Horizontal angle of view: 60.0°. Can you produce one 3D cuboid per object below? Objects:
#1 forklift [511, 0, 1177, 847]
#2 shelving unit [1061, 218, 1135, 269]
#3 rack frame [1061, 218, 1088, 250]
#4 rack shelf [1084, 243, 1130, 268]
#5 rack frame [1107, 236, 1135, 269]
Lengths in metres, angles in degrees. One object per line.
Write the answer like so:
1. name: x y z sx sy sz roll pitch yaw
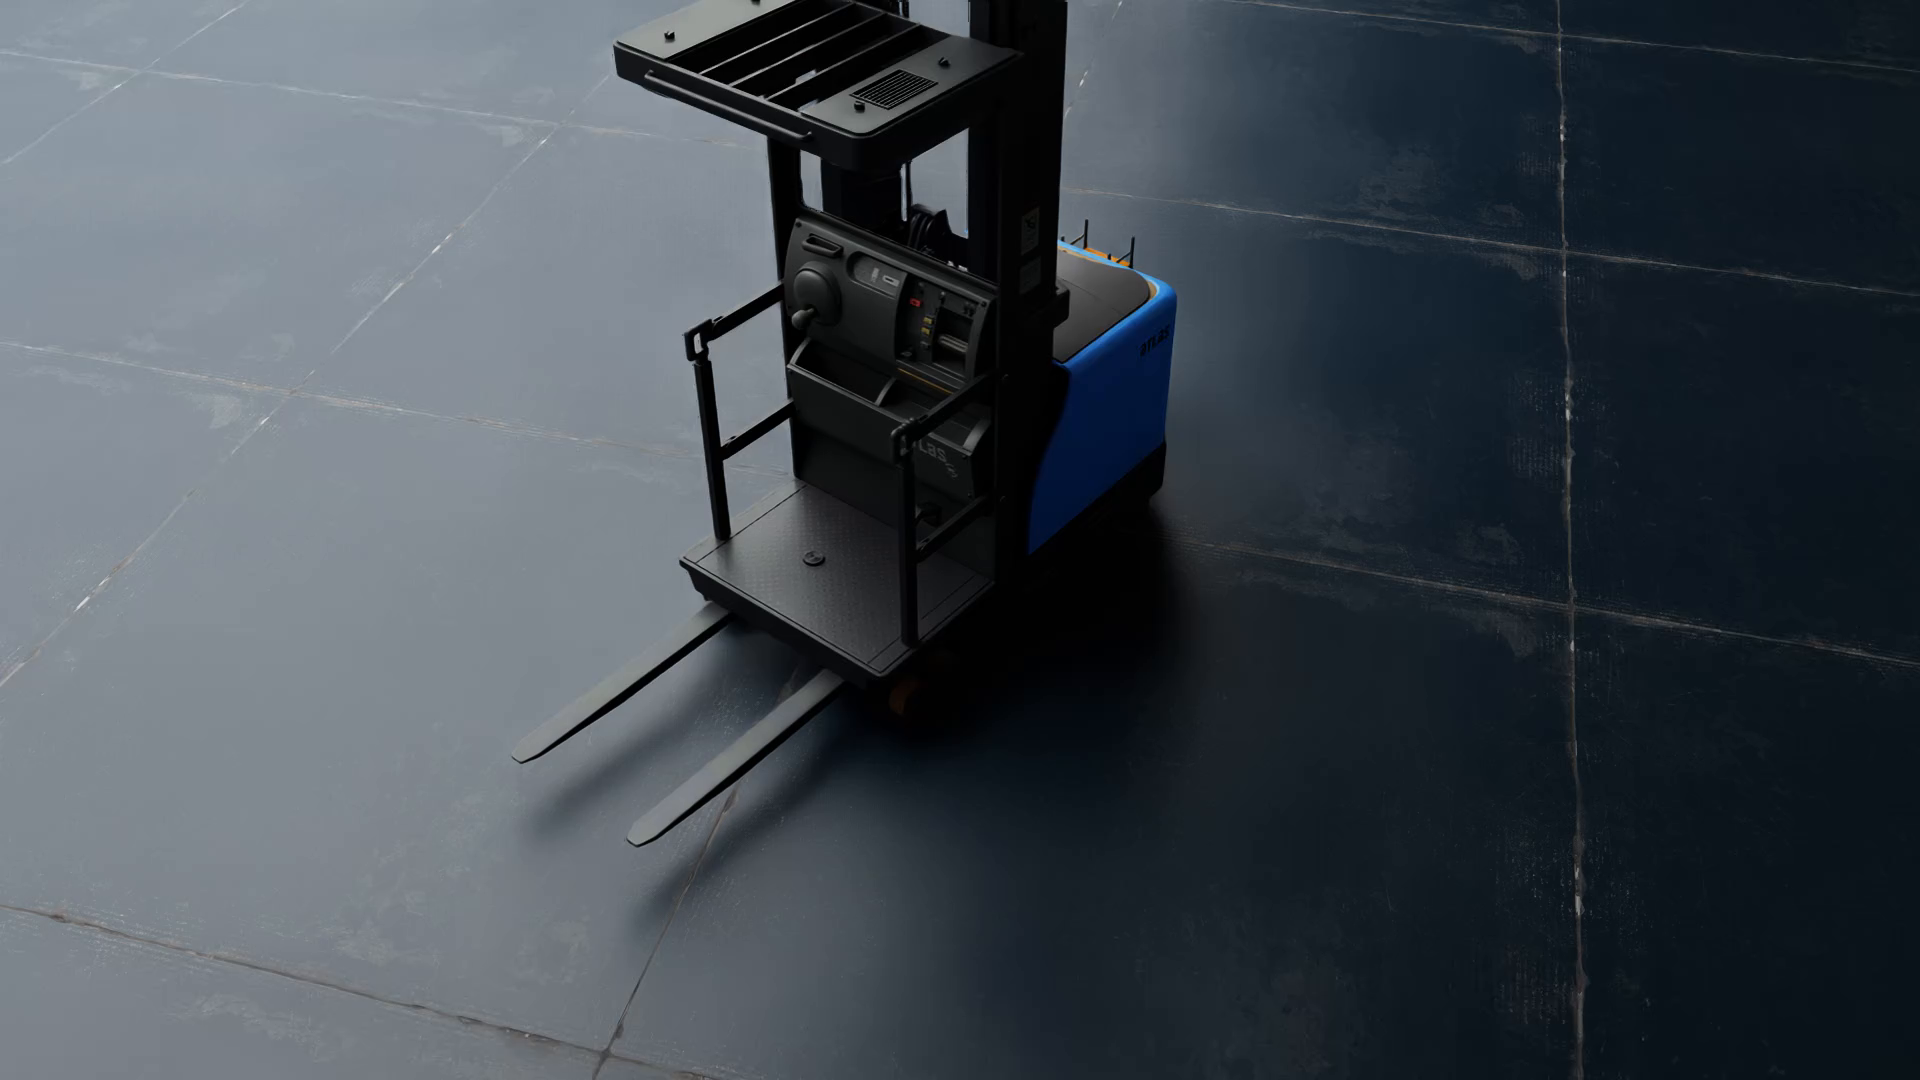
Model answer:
1. forklift: -0.407 -0.799 5.922 1.130 2.935 3.031 27 47 29
2. shelving unit: 0.596 -0.909 7.516 0.252 1.050 0.215 27 47 28
3. rack frame: 0.499 -0.958 7.574 0.008 1.050 0.200 27 47 28
4. rack shelf: 0.596 -1.119 7.341 0.240 0.259 0.215 27 47 28
5. rack frame: 0.692 -0.861 7.459 0.008 1.050 0.200 27 47 28
